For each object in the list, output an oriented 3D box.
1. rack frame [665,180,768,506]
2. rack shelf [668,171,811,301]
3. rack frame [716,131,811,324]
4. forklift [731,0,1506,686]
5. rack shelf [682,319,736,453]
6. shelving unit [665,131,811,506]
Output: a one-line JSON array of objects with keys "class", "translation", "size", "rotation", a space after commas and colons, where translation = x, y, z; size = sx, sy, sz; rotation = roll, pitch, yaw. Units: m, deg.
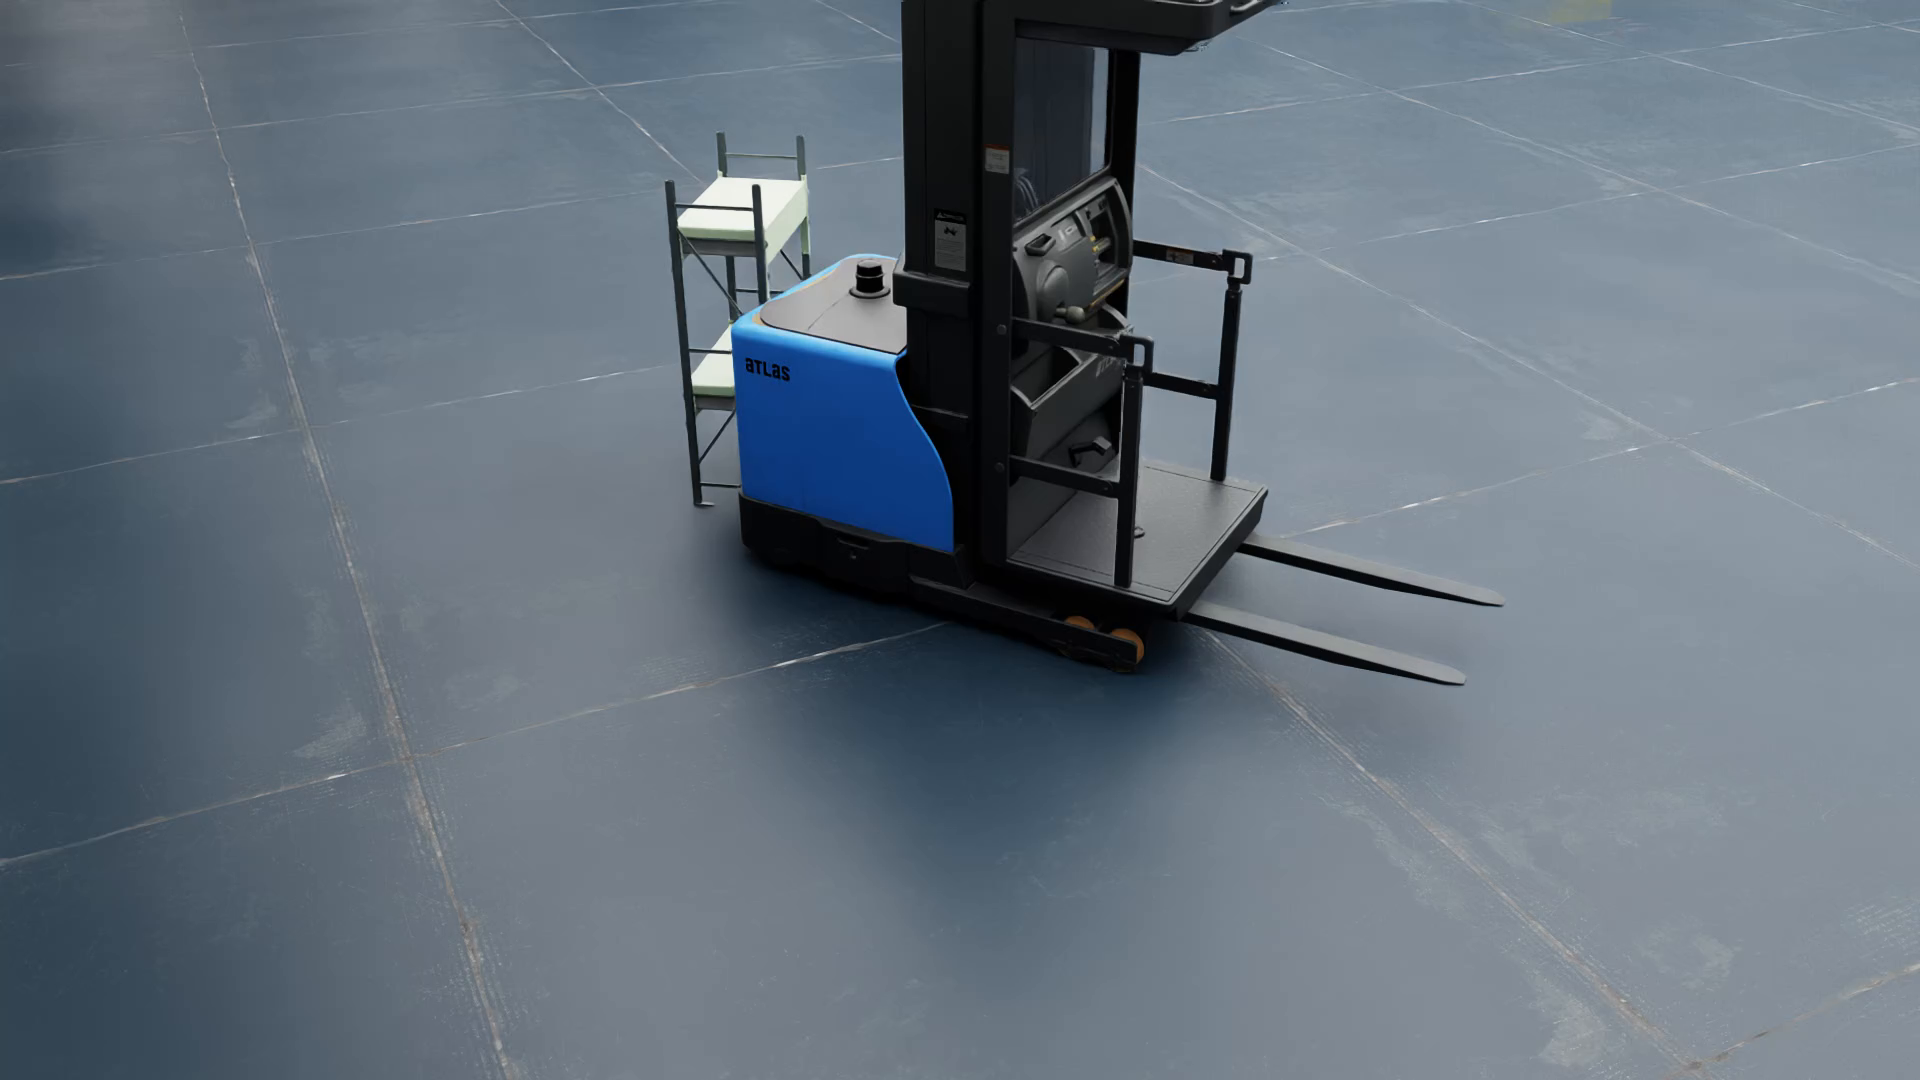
[{"class": "rack frame", "translation": [-1.008, -0.803, 7.147], "size": [0.400, 1.500, 0.023], "rotation": [5, 30, 8]}, {"class": "rack shelf", "translation": [-0.949, -1.320, 7.272], "size": [0.431, 0.370, 0.720], "rotation": [5, 30, 8]}, {"class": "rack frame", "translation": [-0.889, -1.156, 7.777], "size": [0.400, 1.500, 0.023], "rotation": [5, 30, 8]}, {"class": "forklift", "translation": [0.612, -1.070, 6.161], "size": [3.031, 2.935, 1.130], "rotation": [15, 33, 25]}, {"class": "rack shelf", "translation": [-0.948, -0.695, 7.622], "size": [0.431, 0.370, 0.720], "rotation": [5, 30, 8]}, {"class": "shelving unit", "translation": [-0.948, -0.979, 7.462], "size": [0.431, 1.500, 0.755], "rotation": [5, 30, 8]}]
